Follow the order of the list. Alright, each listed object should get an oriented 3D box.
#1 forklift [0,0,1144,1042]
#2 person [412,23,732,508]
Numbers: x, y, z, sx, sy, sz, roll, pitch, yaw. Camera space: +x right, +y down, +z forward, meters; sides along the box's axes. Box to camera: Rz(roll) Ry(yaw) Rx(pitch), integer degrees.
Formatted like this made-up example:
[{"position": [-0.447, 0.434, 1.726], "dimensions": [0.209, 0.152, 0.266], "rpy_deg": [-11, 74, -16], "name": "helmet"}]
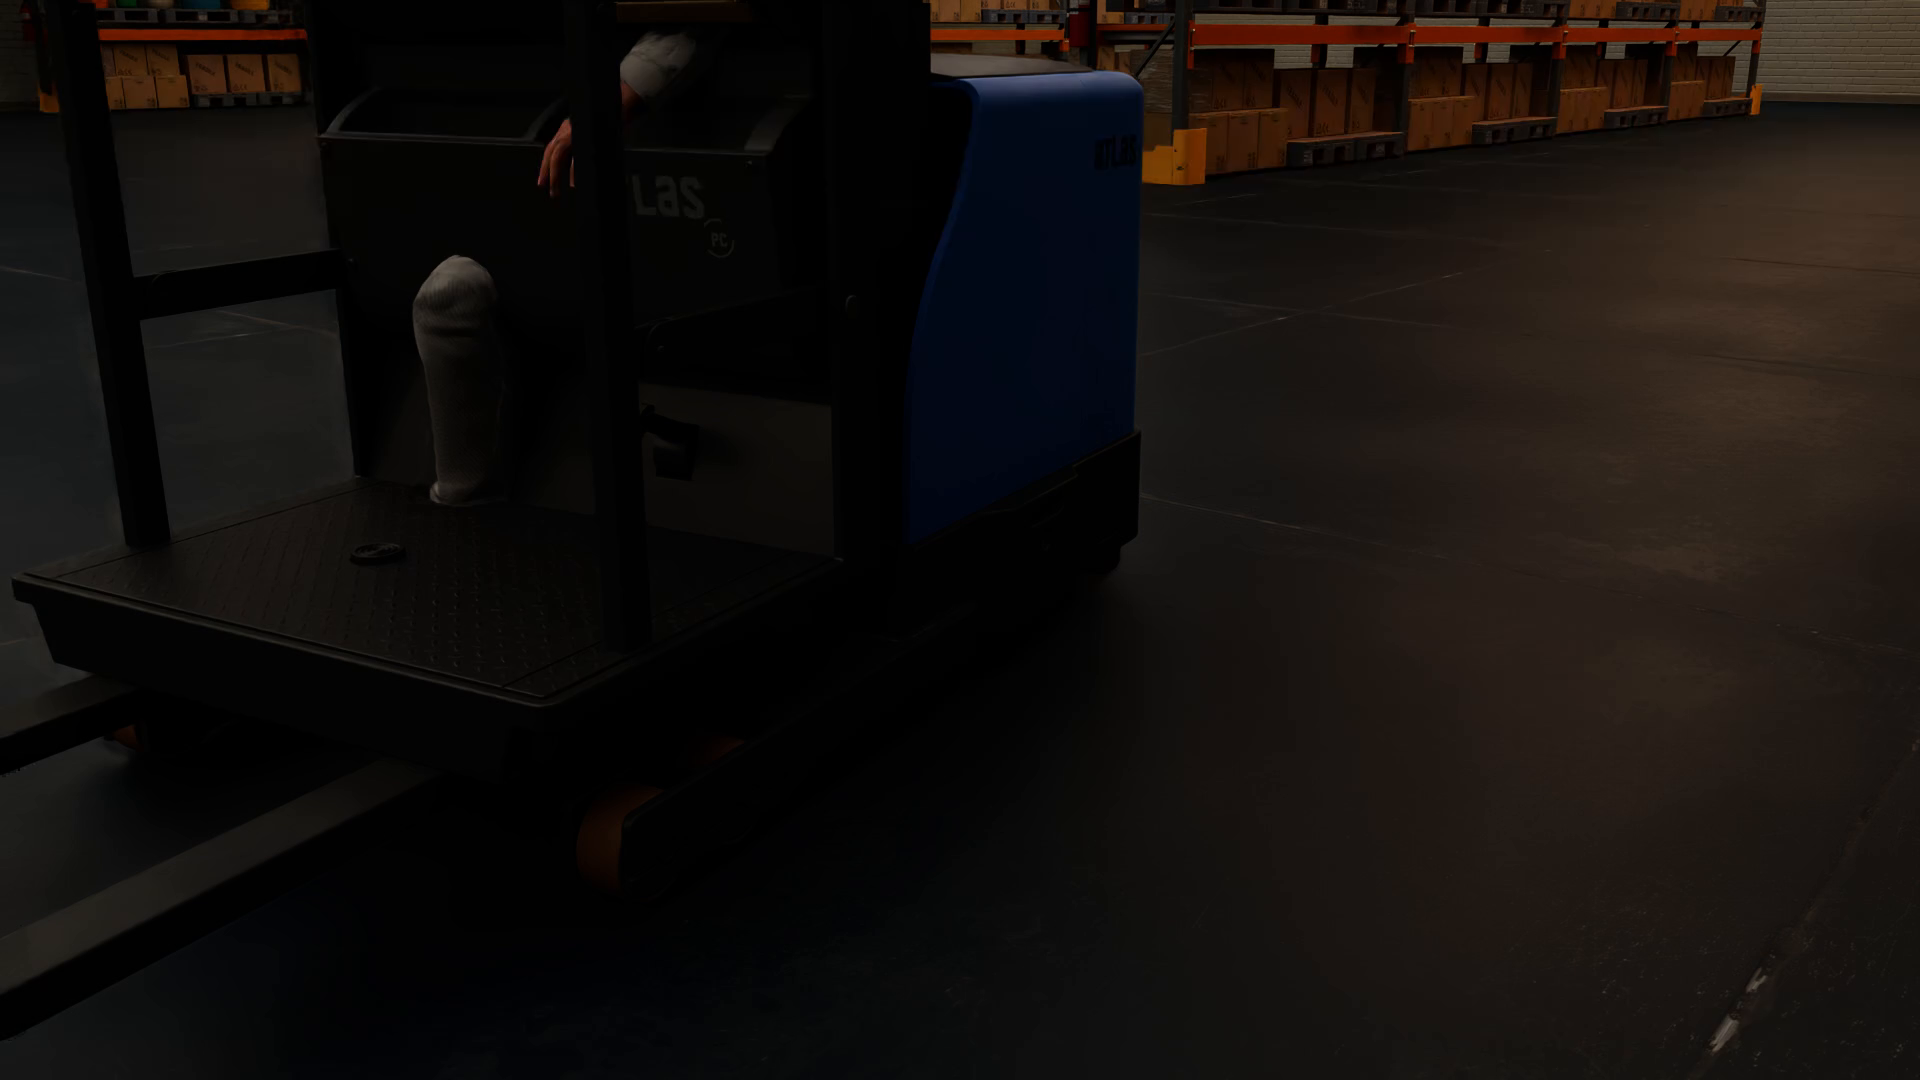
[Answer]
[{"position": [-0.751, -1.051, 2.359], "dimensions": [1.130, 2.935, 3.031], "rpy_deg": [9, 19, 27], "name": "forklift"}, {"position": [-0.718, -0.623, 2.980], "dimensions": [0.815, 1.587, 1.019], "rpy_deg": [-5, 18, -17], "name": "person"}]
